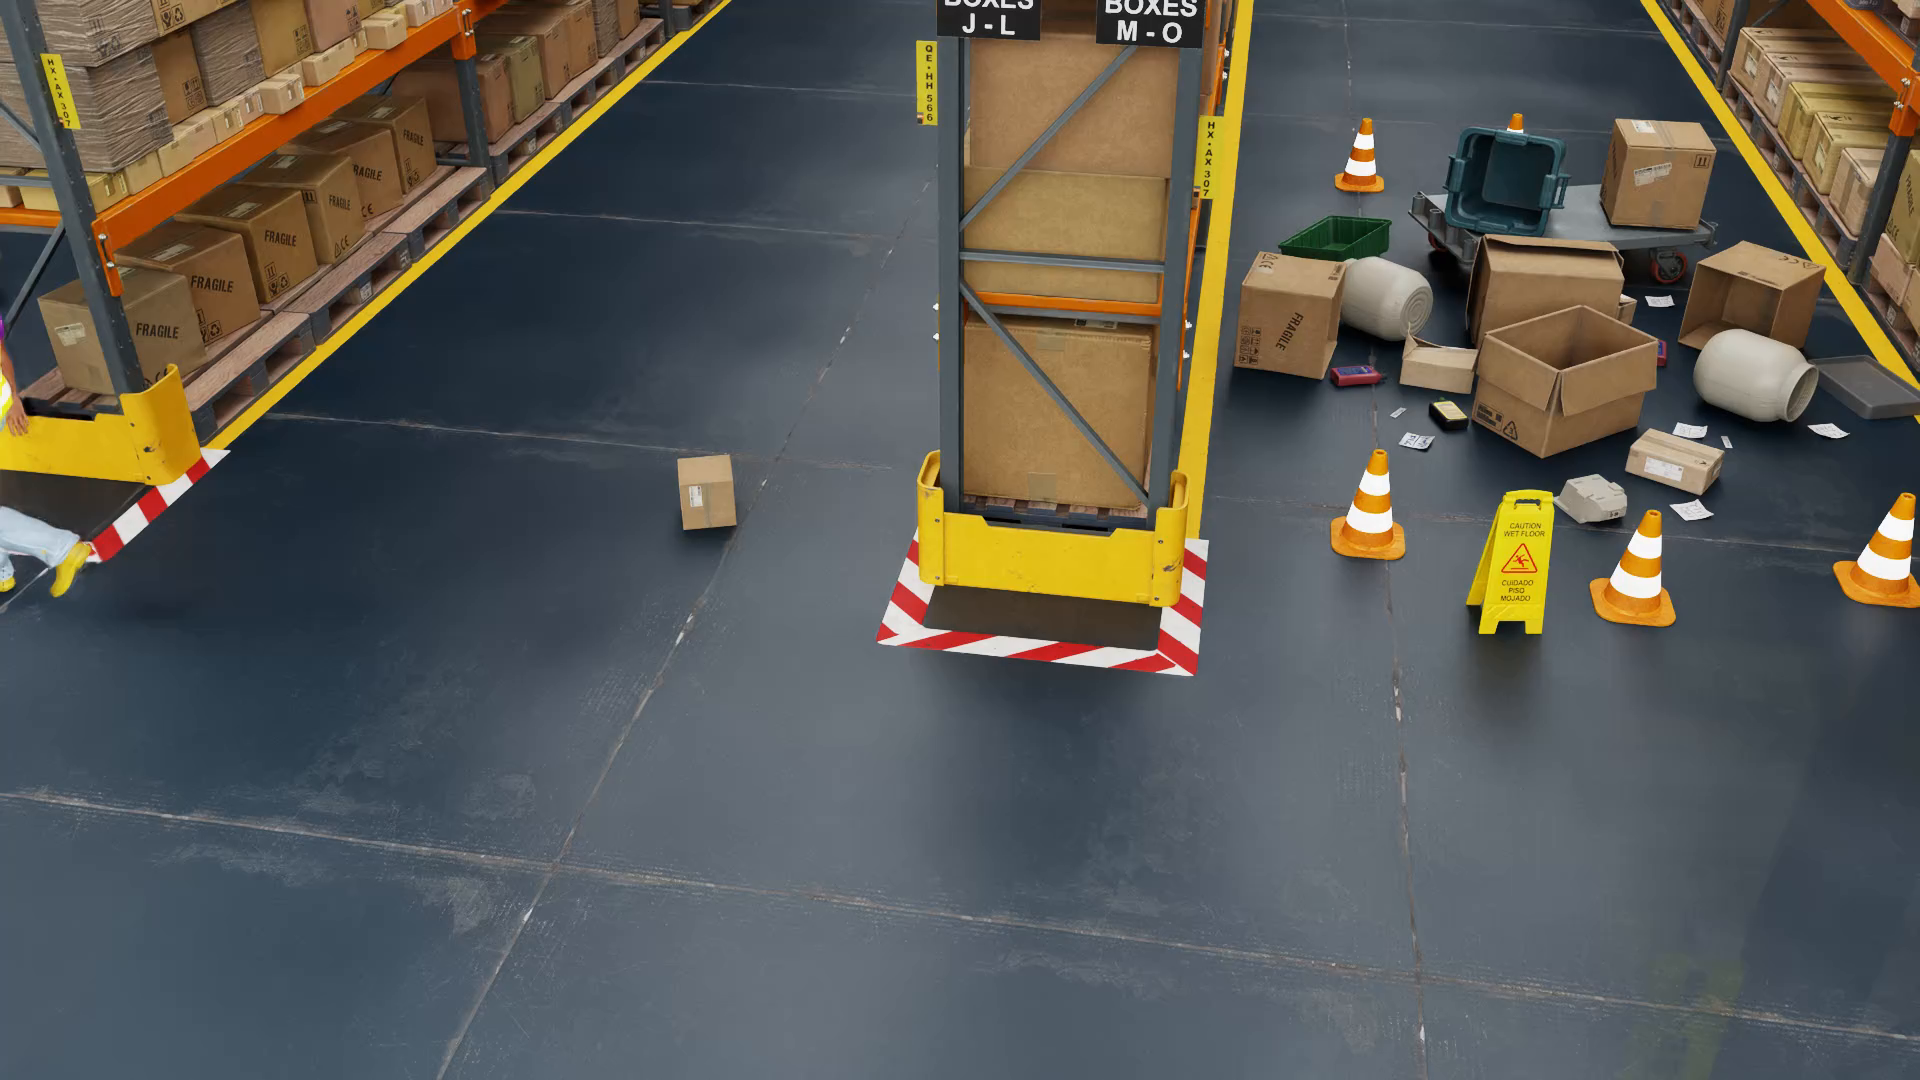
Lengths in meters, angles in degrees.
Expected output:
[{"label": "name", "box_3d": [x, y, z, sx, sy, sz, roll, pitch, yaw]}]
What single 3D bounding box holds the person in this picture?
[{"label": "person", "box_3d": [-4.112, -0.506, 6.902, 0.797, 1.742, 0.582, 0, 32, 0]}]
